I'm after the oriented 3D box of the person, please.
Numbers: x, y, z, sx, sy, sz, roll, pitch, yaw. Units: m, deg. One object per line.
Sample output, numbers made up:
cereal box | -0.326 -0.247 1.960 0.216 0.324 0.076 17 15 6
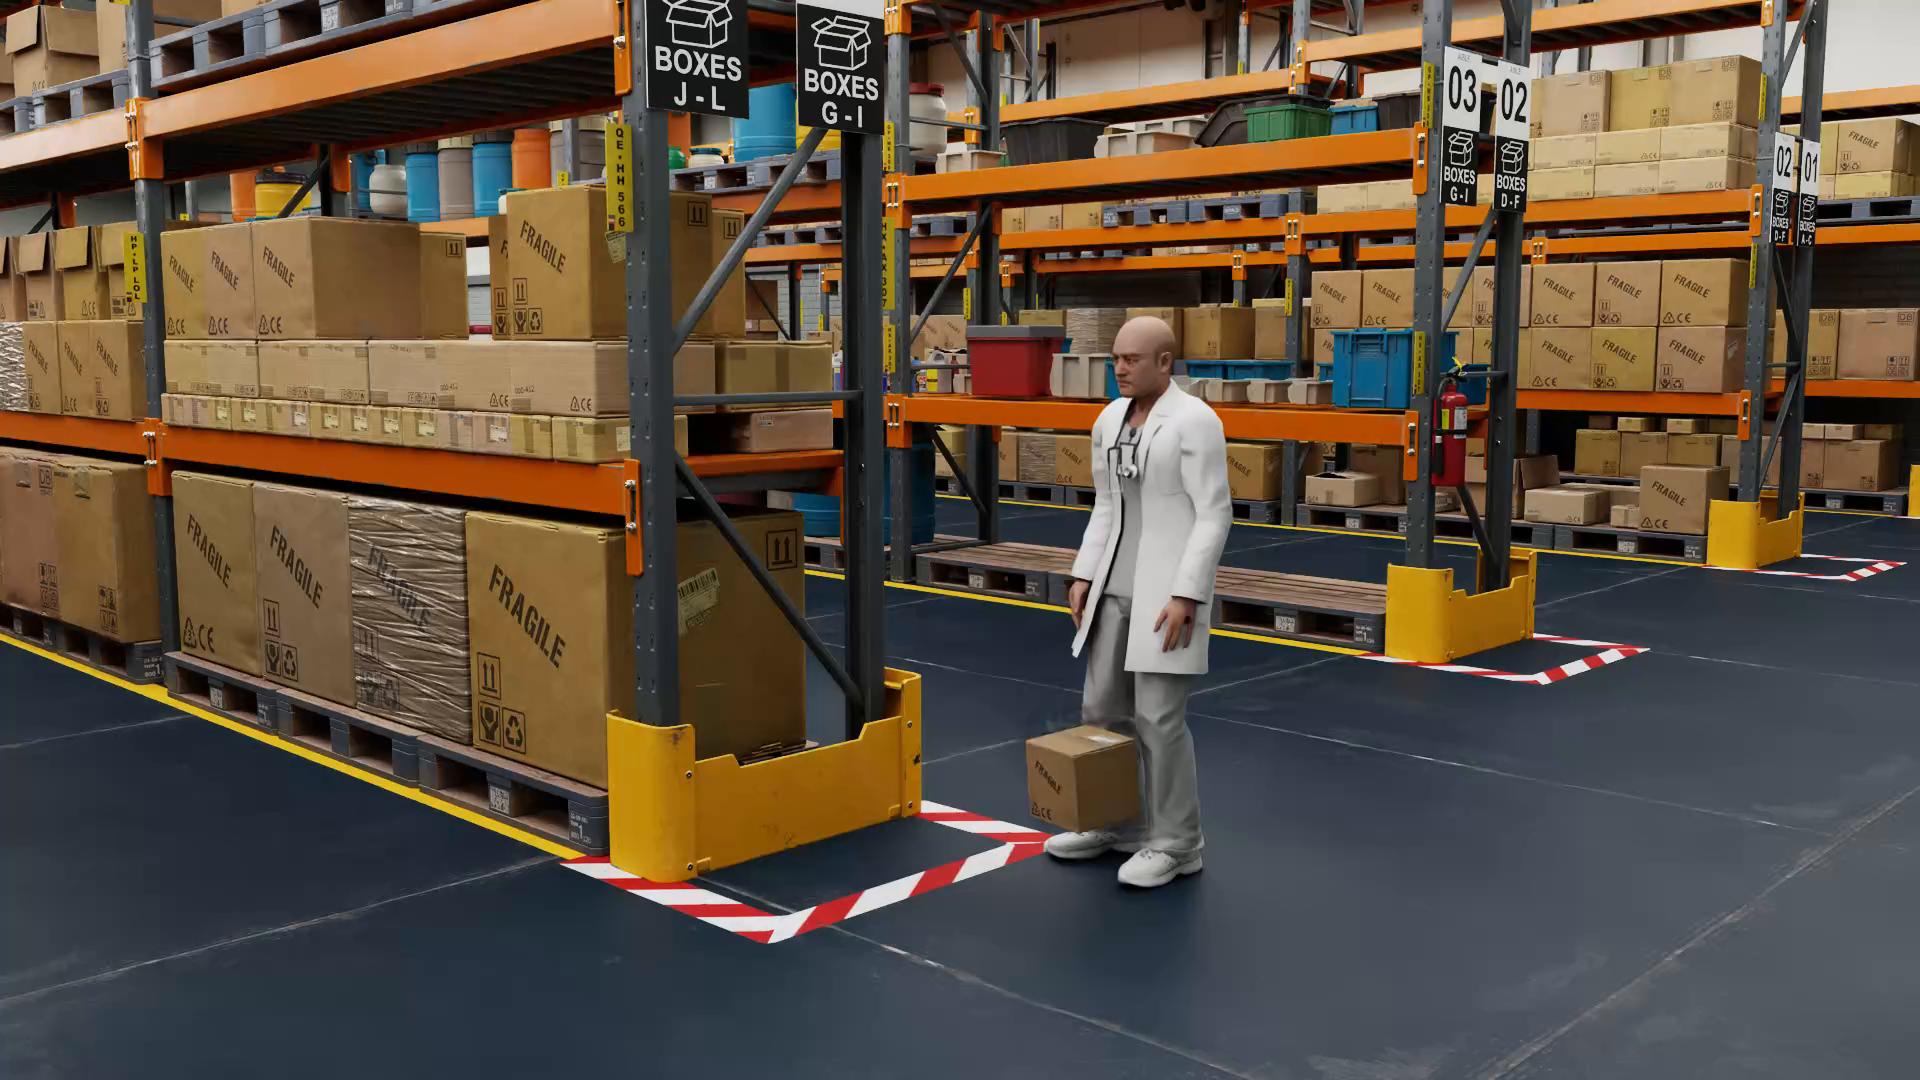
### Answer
person | 0.591 0.182 5.297 0.425 1.776 0.601 -5 8 -34
